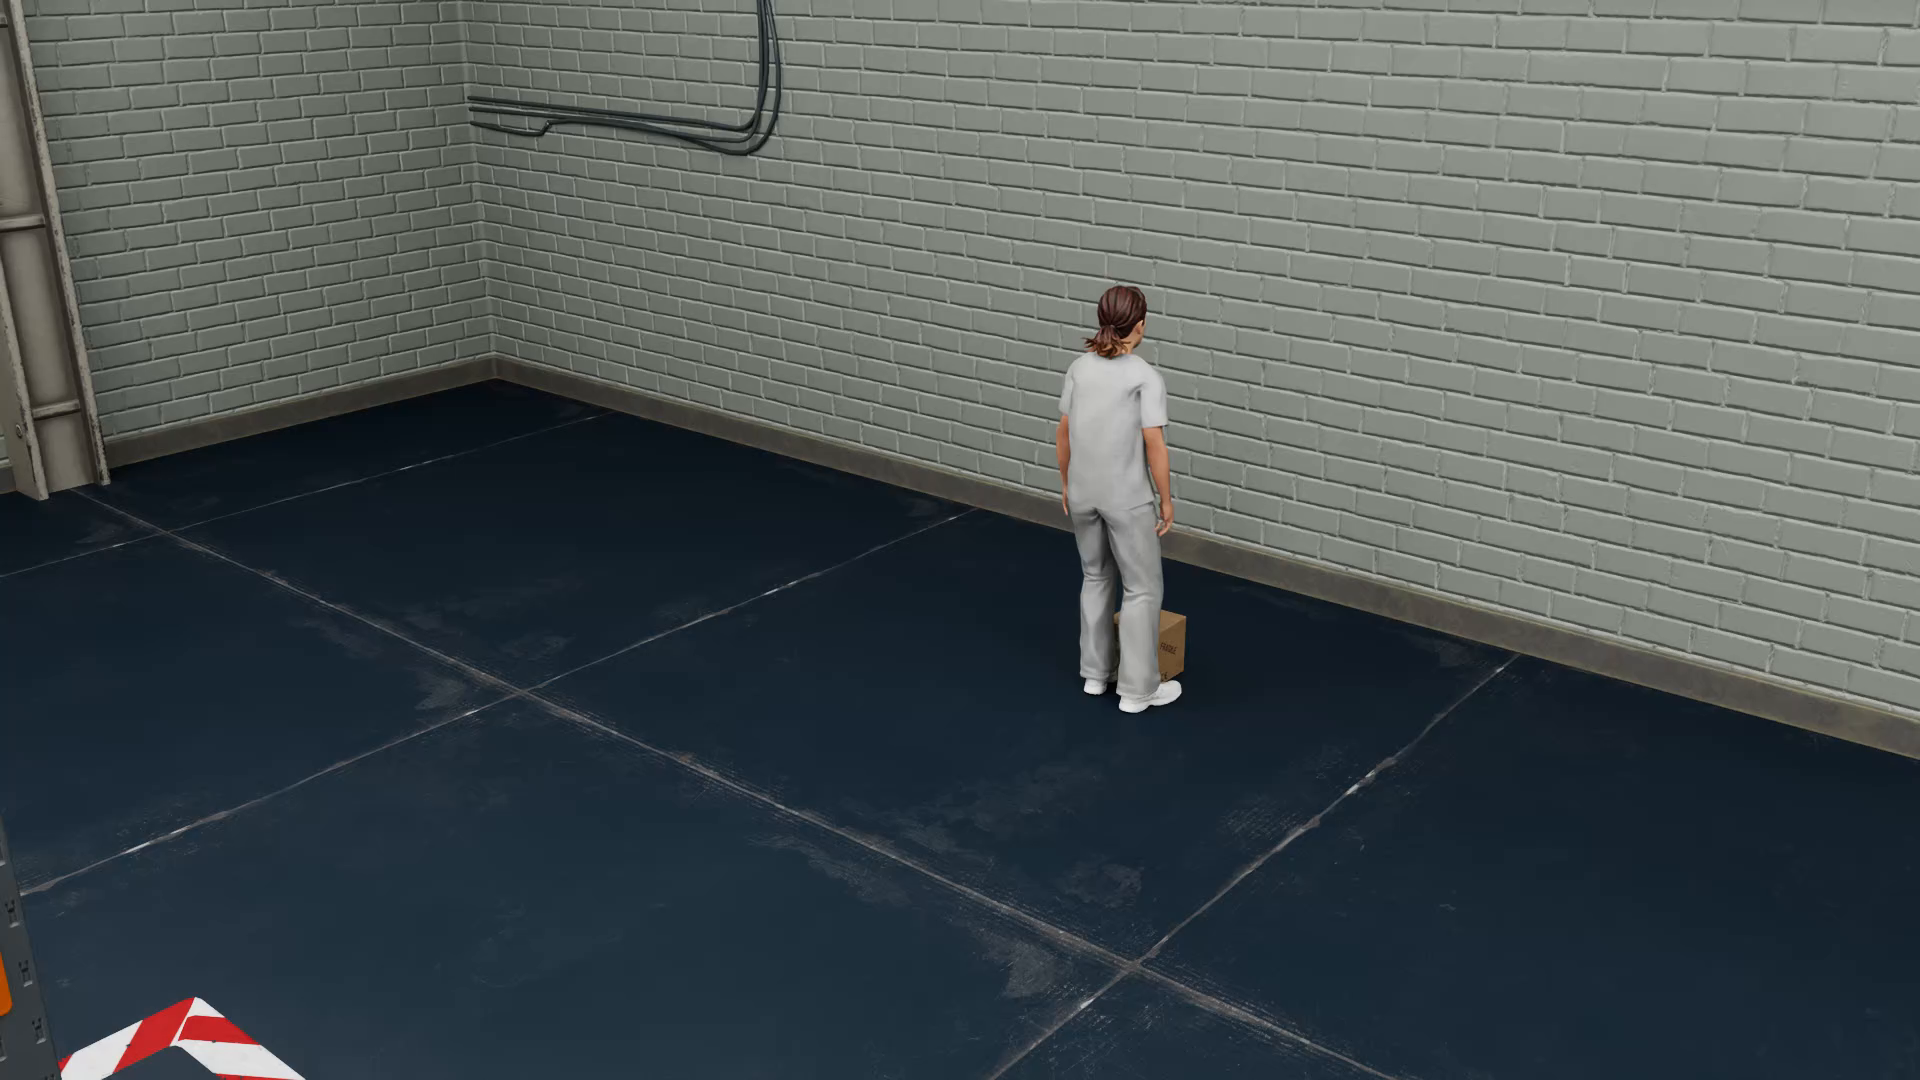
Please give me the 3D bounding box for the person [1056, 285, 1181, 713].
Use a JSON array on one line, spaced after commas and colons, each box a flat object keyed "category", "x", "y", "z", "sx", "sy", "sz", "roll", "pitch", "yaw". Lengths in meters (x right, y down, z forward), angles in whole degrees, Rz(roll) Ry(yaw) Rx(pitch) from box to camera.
[{"category": "person", "x": 0.629, "y": -0.165, "z": 6.526, "sx": 0.514, "sy": 1.671, "sz": 0.415, "roll": 14, "pitch": 24, "yaw": 33}]
